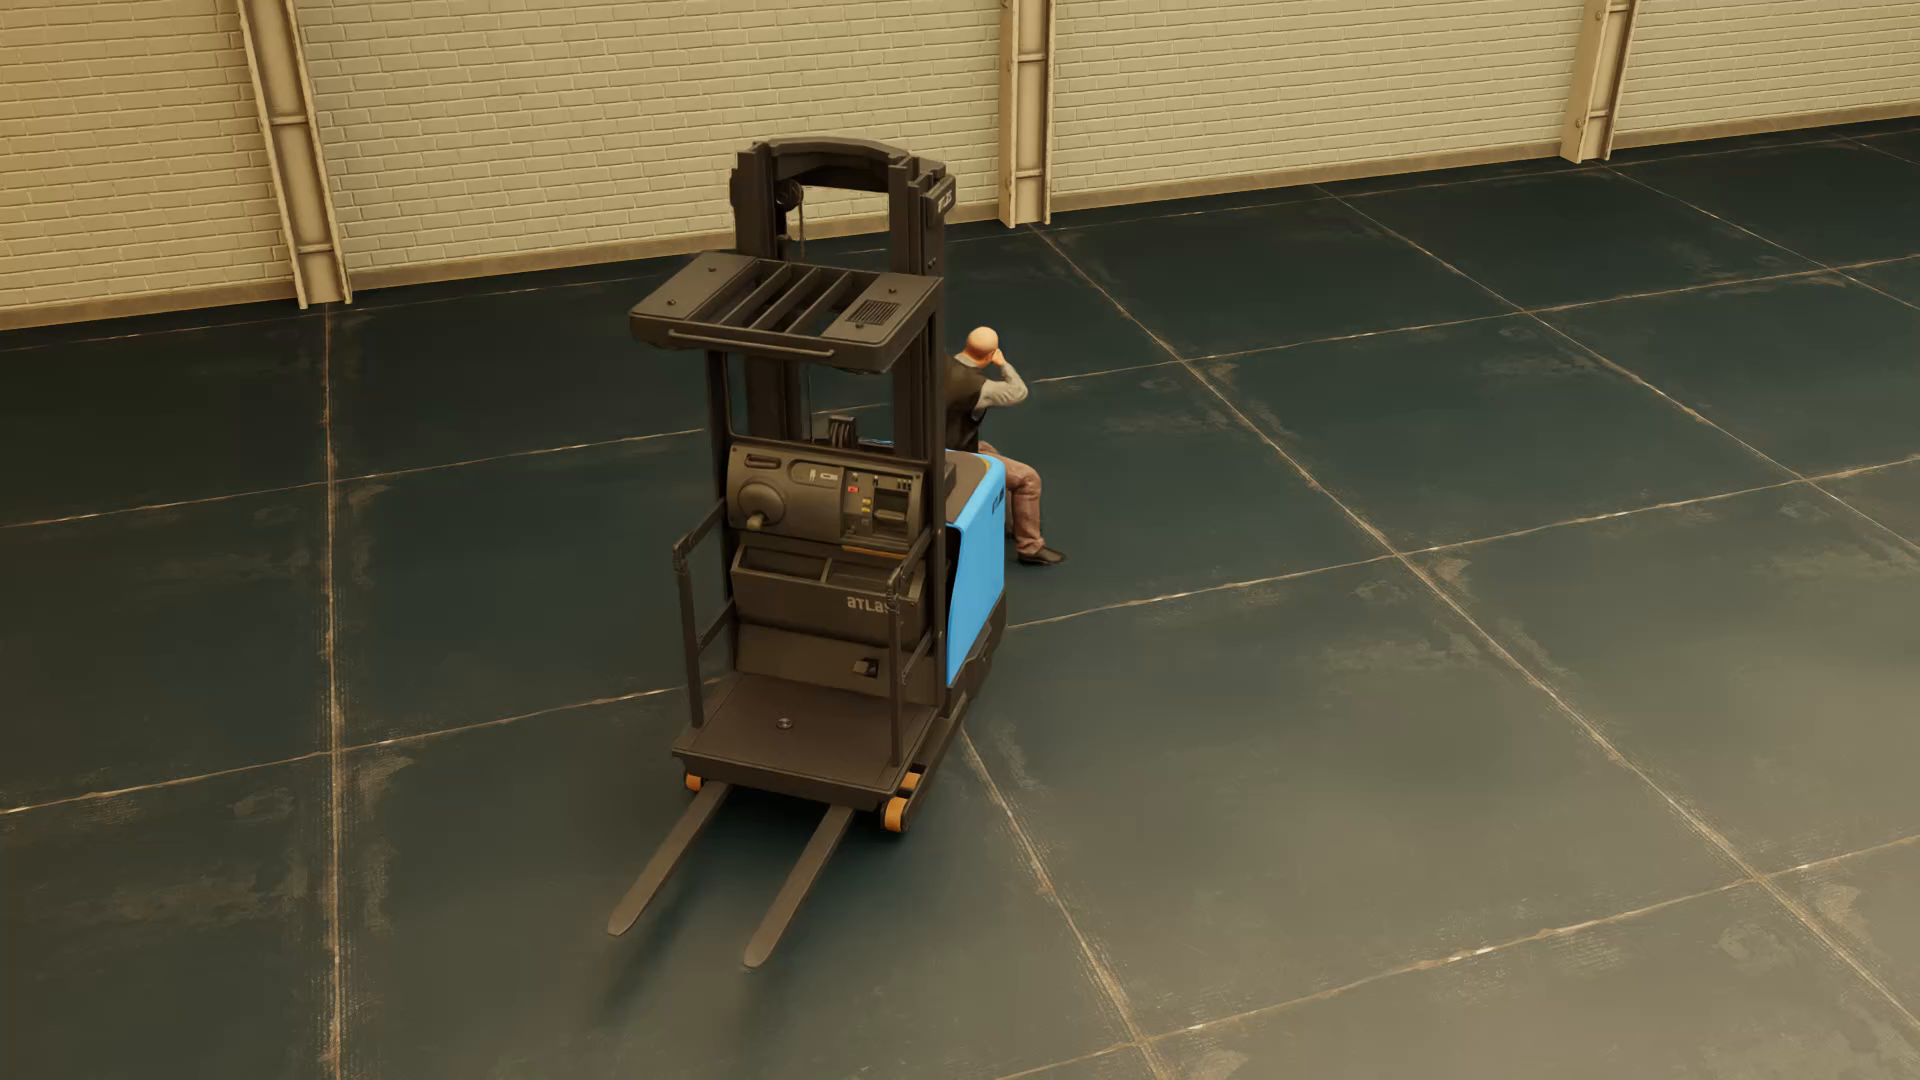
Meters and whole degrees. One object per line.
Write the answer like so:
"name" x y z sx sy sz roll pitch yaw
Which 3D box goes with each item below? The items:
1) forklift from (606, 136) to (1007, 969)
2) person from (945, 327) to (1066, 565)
"forklift" -0.677 -0.143 7.336 1.130 2.935 3.031 9 31 15
"person" -0.044 -0.618 9.737 1.376 1.401 0.733 26 39 37
